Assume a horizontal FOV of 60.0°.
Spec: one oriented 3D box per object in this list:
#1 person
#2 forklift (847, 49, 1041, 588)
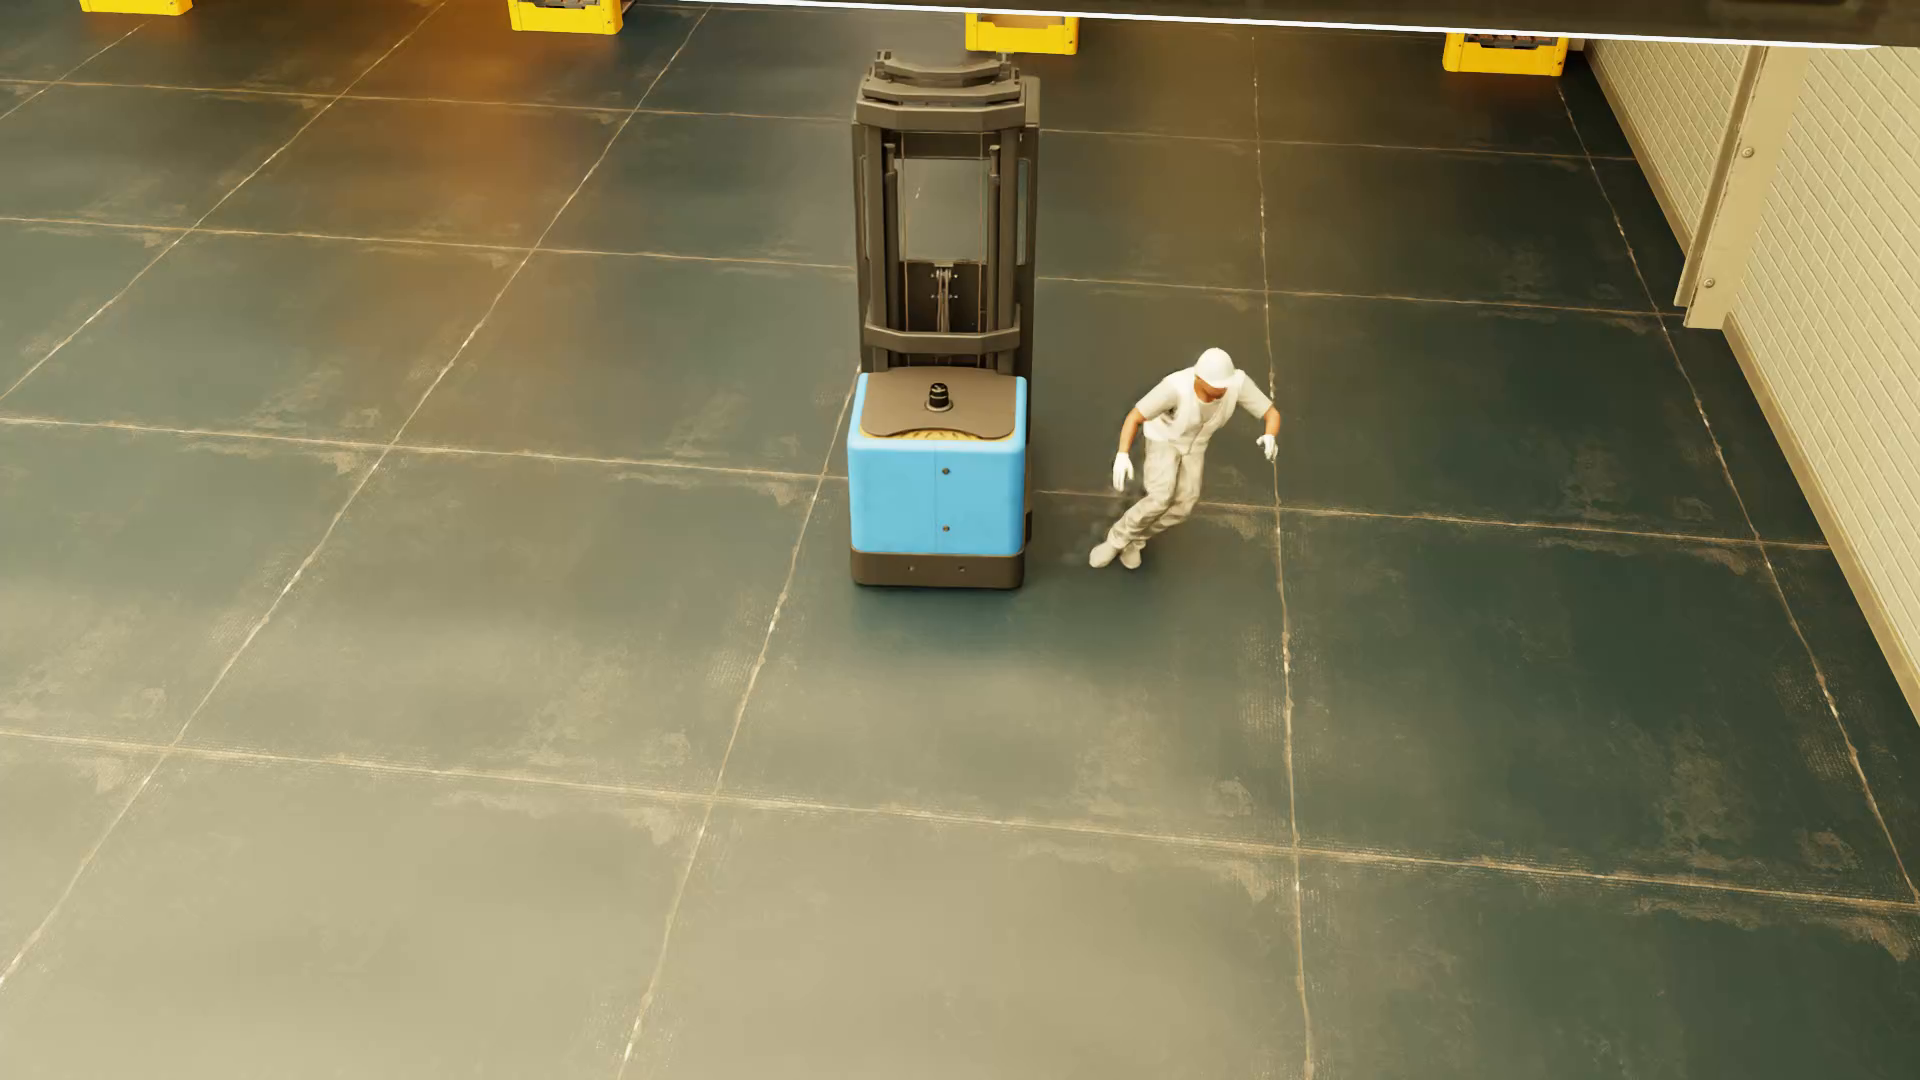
[{"bbox_3d":[1.323,-0.437,9.818,1.085,1.530,0.946,-14,39,-18],"label":"person"},{"bbox_3d":[-0.073,-1.739,10.389,1.130,2.935,3.031,2,36,2],"label":"forklift"}]
